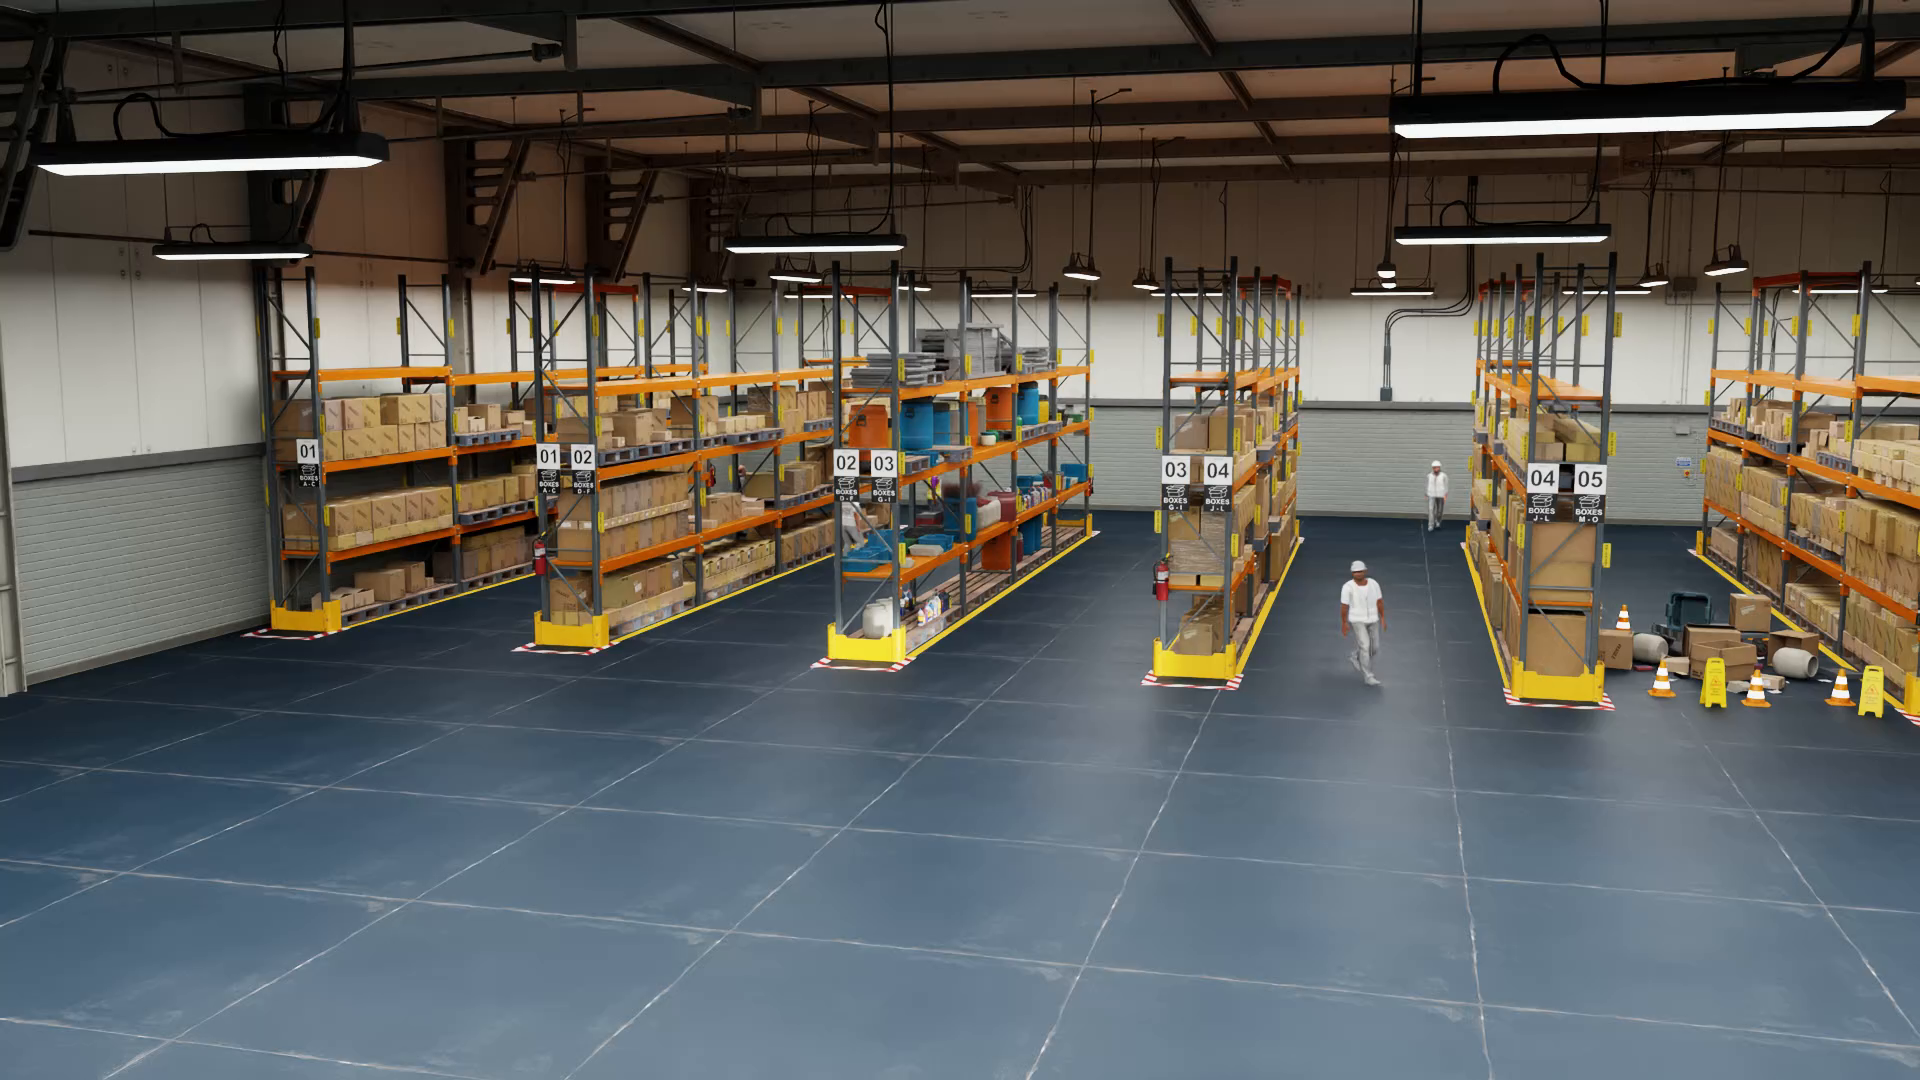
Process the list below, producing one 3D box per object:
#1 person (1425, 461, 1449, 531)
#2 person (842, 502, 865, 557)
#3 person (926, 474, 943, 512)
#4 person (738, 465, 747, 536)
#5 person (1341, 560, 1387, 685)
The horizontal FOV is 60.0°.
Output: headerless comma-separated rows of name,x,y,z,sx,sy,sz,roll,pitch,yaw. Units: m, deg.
person,11.864,-1.111,41.382,0.565,1.716,1.074,2,8,18
person,-2.280,-0.243,34.762,0.416,1.810,0.607,-7,10,-43
person,-0.599,-0.963,40.227,0.499,1.815,0.642,-2,7,-13
person,-5.305,-0.943,40.165,0.478,1.724,0.567,-5,9,-32
person,5.742,1.154,23.626,0.579,1.732,0.853,-2,8,-16
